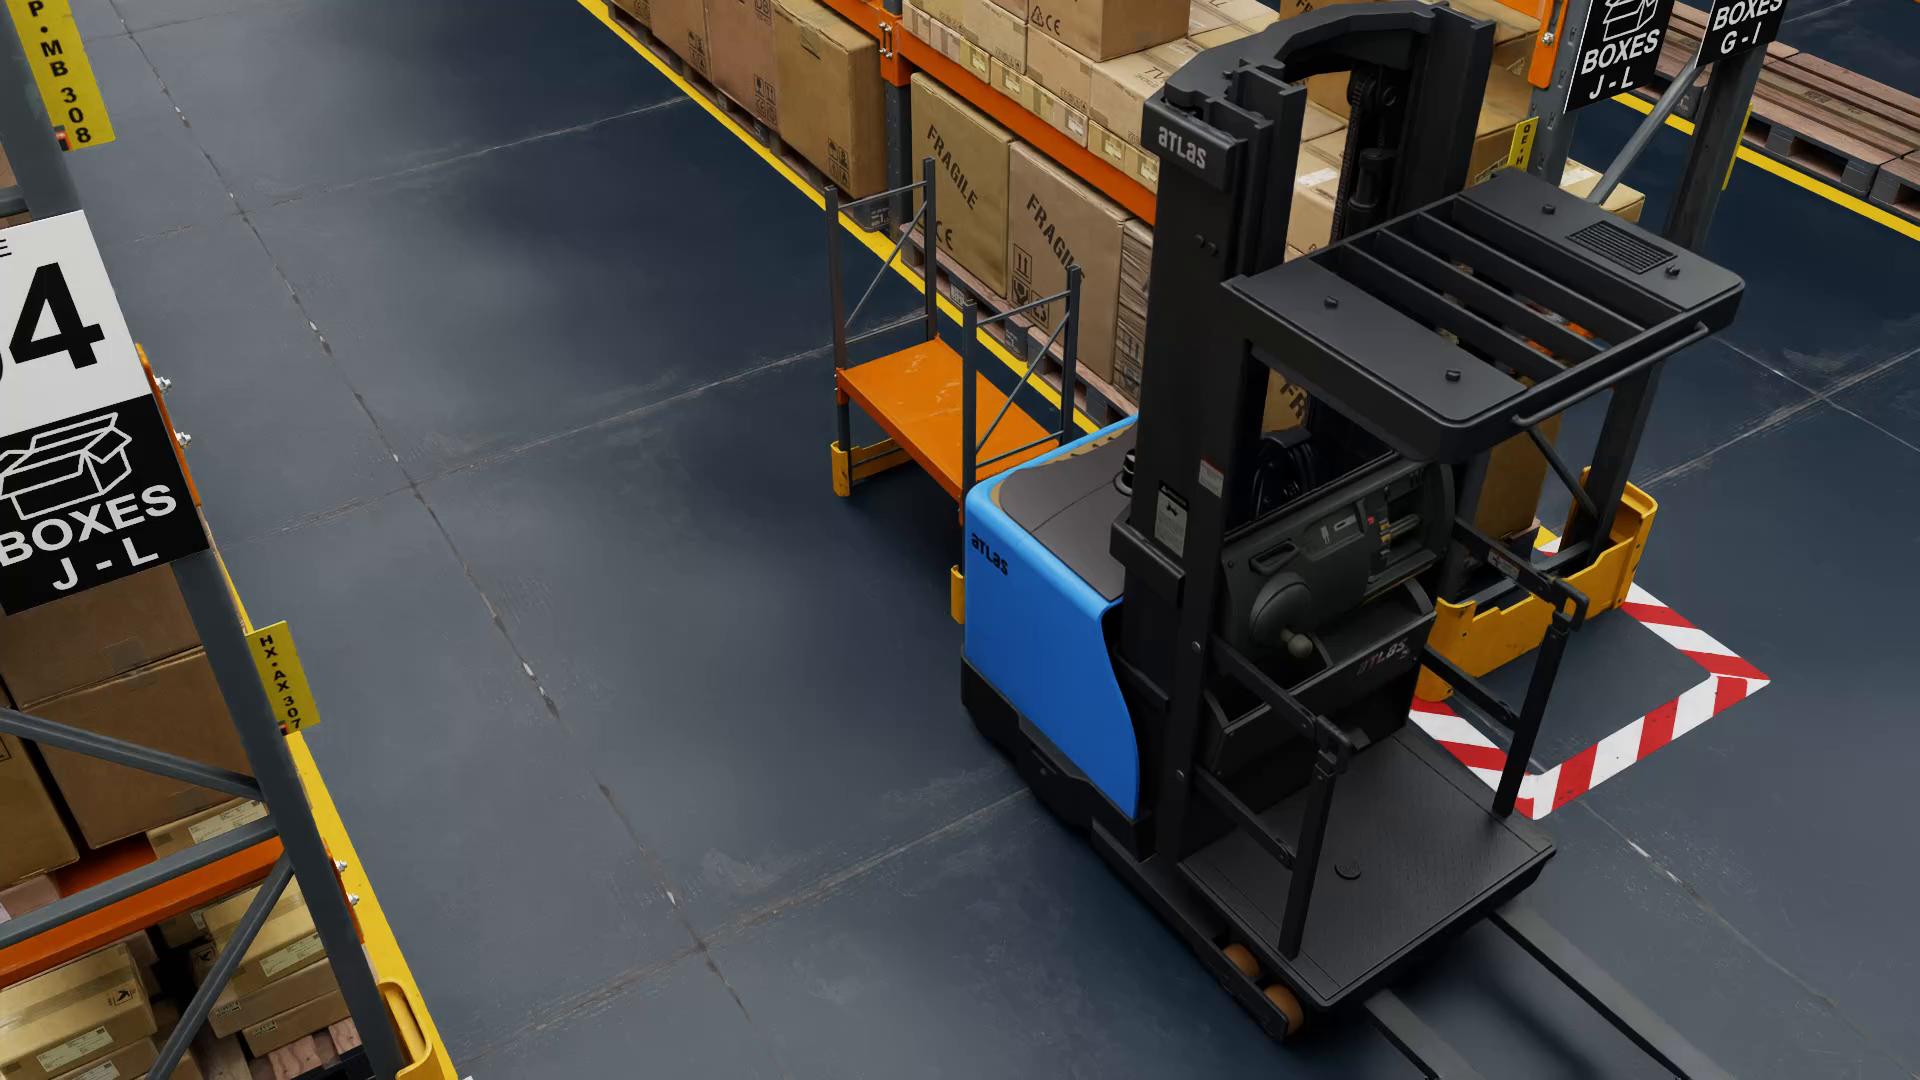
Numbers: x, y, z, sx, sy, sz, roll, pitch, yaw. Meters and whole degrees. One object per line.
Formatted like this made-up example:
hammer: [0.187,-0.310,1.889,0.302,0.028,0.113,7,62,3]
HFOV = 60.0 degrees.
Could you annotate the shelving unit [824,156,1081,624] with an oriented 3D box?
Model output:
shelving unit: [-0.041,-0.617,6.819,0.587,1.500,1.083,-22,45,-24]

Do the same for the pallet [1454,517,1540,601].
pallet: [1.717,-0.142,7.255,1.003,0.211,1.213,-22,45,-24]

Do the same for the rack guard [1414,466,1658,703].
rack guard: [2.226,0.165,6.662,1.175,0.500,0.348,-22,45,-24]

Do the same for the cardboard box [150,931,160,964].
cardboard box: [-2.776,1.290,5.258,0.380,0.149,0.250,-22,45,-25]

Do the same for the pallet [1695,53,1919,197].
pallet: [5.326,-2.558,10.155,1.003,0.211,1.213,-22,45,-24]

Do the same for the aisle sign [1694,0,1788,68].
aisle sign: [2.504,-1.872,5.122,0.394,0.787,0.004,-22,45,-24]

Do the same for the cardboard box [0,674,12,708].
cardboard box: [-2.479,0.146,3.640,0.500,0.500,0.500,-23,45,-25]

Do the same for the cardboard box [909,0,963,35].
cardboard box: [0.094,-2.680,8.008,0.500,0.250,0.500,-23,45,-25]

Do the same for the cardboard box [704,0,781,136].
cardboard box: [-0.780,-3.133,9.999,1.225,0.875,0.875,-24,45,-26]

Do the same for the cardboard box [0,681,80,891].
cardboard box: [-2.482,0.538,3.951,0.500,0.500,0.500,-21,44,-24]

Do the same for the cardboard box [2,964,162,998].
cardboard box: [-2.643,1.318,4.992,0.380,0.149,0.250,-23,45,-25]

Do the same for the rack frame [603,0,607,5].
rack frame: [-2.089,-5.126,11.059,1.000,3.000,0.127,-22,45,-24]

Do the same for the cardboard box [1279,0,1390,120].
cardboard box: [1.630,-2.053,6.669,0.500,0.500,0.500,-23,45,-26]

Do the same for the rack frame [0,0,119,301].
rack frame: [-2.024,-1.461,1.973,1.000,3.000,0.127,-22,45,-24]

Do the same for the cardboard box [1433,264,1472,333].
cardboard box: [1.728,-1.035,6.034,0.500,0.250,0.500,-23,45,-25]

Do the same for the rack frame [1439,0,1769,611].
rack frame: [2.213,-0.809,5.877,1.000,3.000,0.127,-22,45,-24]

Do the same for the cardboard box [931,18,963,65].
cardboard box: [0.082,-2.455,8.049,0.380,0.149,0.250,-24,45,-26]

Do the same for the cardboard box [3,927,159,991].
cardboard box: [-2.609,1.196,4.906,0.380,0.149,0.250,-21,44,-24]

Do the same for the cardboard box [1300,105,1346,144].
cardboard box: [1.182,-1.584,6.693,0.500,0.250,0.500,-24,45,-26]

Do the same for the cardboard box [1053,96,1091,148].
cardboard box: [0.638,-1.897,7.380,0.380,0.149,0.250,-22,44,-24]

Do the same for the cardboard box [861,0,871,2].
cardboard box: [-0.420,-3.164,8.626,0.500,0.500,0.500,-22,45,-24]

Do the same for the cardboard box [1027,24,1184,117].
cardboard box: [0.640,-2.133,7.351,0.500,0.250,0.500,-21,44,-23]

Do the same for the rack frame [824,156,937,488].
rack frame: [-0.319,-0.897,7.154,0.500,1.500,0.032,-22,45,-24]

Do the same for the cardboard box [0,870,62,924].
cardboard box: [-2.437,0.862,4.069,0.380,0.149,0.250,-22,45,-24]

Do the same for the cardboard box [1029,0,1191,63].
cardboard box: [0.646,-2.418,7.108,0.500,0.500,0.500,-24,45,-26]

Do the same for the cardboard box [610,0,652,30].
cardboard box: [-1.735,-4.092,11.149,1.225,0.875,0.875,-24,46,-26]

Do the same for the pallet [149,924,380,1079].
pallet: [-2.471,1.424,5.376,1.003,0.211,1.213,-22,45,-24]

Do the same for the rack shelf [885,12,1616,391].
rack shelf: [1.137,-1.612,7.403,1.077,0.370,4.000,-22,45,-24]

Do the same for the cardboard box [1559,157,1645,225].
cardboard box: [2.182,-1.217,6.252,0.500,0.250,0.500,-23,45,-25]

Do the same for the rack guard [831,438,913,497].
rack guard: [-0.309,-0.406,7.542,0.587,0.250,0.087,-22,45,-24]

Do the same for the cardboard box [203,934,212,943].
cardboard box: [-2.189,1.125,5.223,0.380,0.149,0.250,-22,45,-25]

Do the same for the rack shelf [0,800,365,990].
rack shelf: [-3.099,0.041,5.419,1.077,0.370,4.000,-22,45,-24]

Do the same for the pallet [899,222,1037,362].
pallet: [0.405,-1.459,8.836,1.003,0.211,1.213,-22,45,-24]

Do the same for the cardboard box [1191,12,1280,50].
cardboard box: [1.345,-2.048,7.249,0.500,0.250,0.500,-23,45,-25]

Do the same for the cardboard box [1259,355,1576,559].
cardboard box: [1.801,-0.472,6.804,0.875,0.875,0.875,-22,45,-24]

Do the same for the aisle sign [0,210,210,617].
aisle sign: [-1.731,-0.218,3.138,0.394,0.787,0.004,-22,45,-24]

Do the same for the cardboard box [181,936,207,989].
cardboard box: [-2.245,1.272,5.279,0.380,0.149,0.250,-22,45,-25]

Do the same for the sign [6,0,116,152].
sign: [-1.566,-0.831,2.878,0.100,0.325,0.005,-22,45,-24]

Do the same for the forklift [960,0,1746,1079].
forklift: [1.264,0.109,4.829,1.130,2.935,3.031,-24,46,-26]

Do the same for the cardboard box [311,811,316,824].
cardboard box: [-2.296,0.862,5.306,0.380,0.149,0.250,-22,45,-25]

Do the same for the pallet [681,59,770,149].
pallet: [-1.077,-2.946,10.620,1.003,0.211,1.213,-22,45,-24]

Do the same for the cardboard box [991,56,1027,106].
cardboard box: [0.367,-2.172,7.709,0.380,0.149,0.250,-23,45,-26]

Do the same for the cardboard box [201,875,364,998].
cardboard box: [-2.019,1.150,4.961,0.380,0.149,0.250,-24,46,-26]

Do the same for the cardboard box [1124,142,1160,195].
cardboard box: [0.922,-1.616,7.042,0.380,0.149,0.250,-21,44,-24]

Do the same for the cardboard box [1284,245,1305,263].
cardboard box: [1.468,-1.067,6.384,0.380,0.149,0.250,-22,45,-24]

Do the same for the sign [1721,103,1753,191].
sign: [2.684,-1.359,5.800,0.100,0.325,0.005,-22,45,-24]

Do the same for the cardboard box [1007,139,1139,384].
cardboard box: [0.833,-1.443,7.970,0.875,0.875,0.875,-22,45,-24]

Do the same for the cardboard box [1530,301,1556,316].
cardboard box: [2.300,-1.017,6.324,0.380,0.149,0.250,-22,44,-24]
